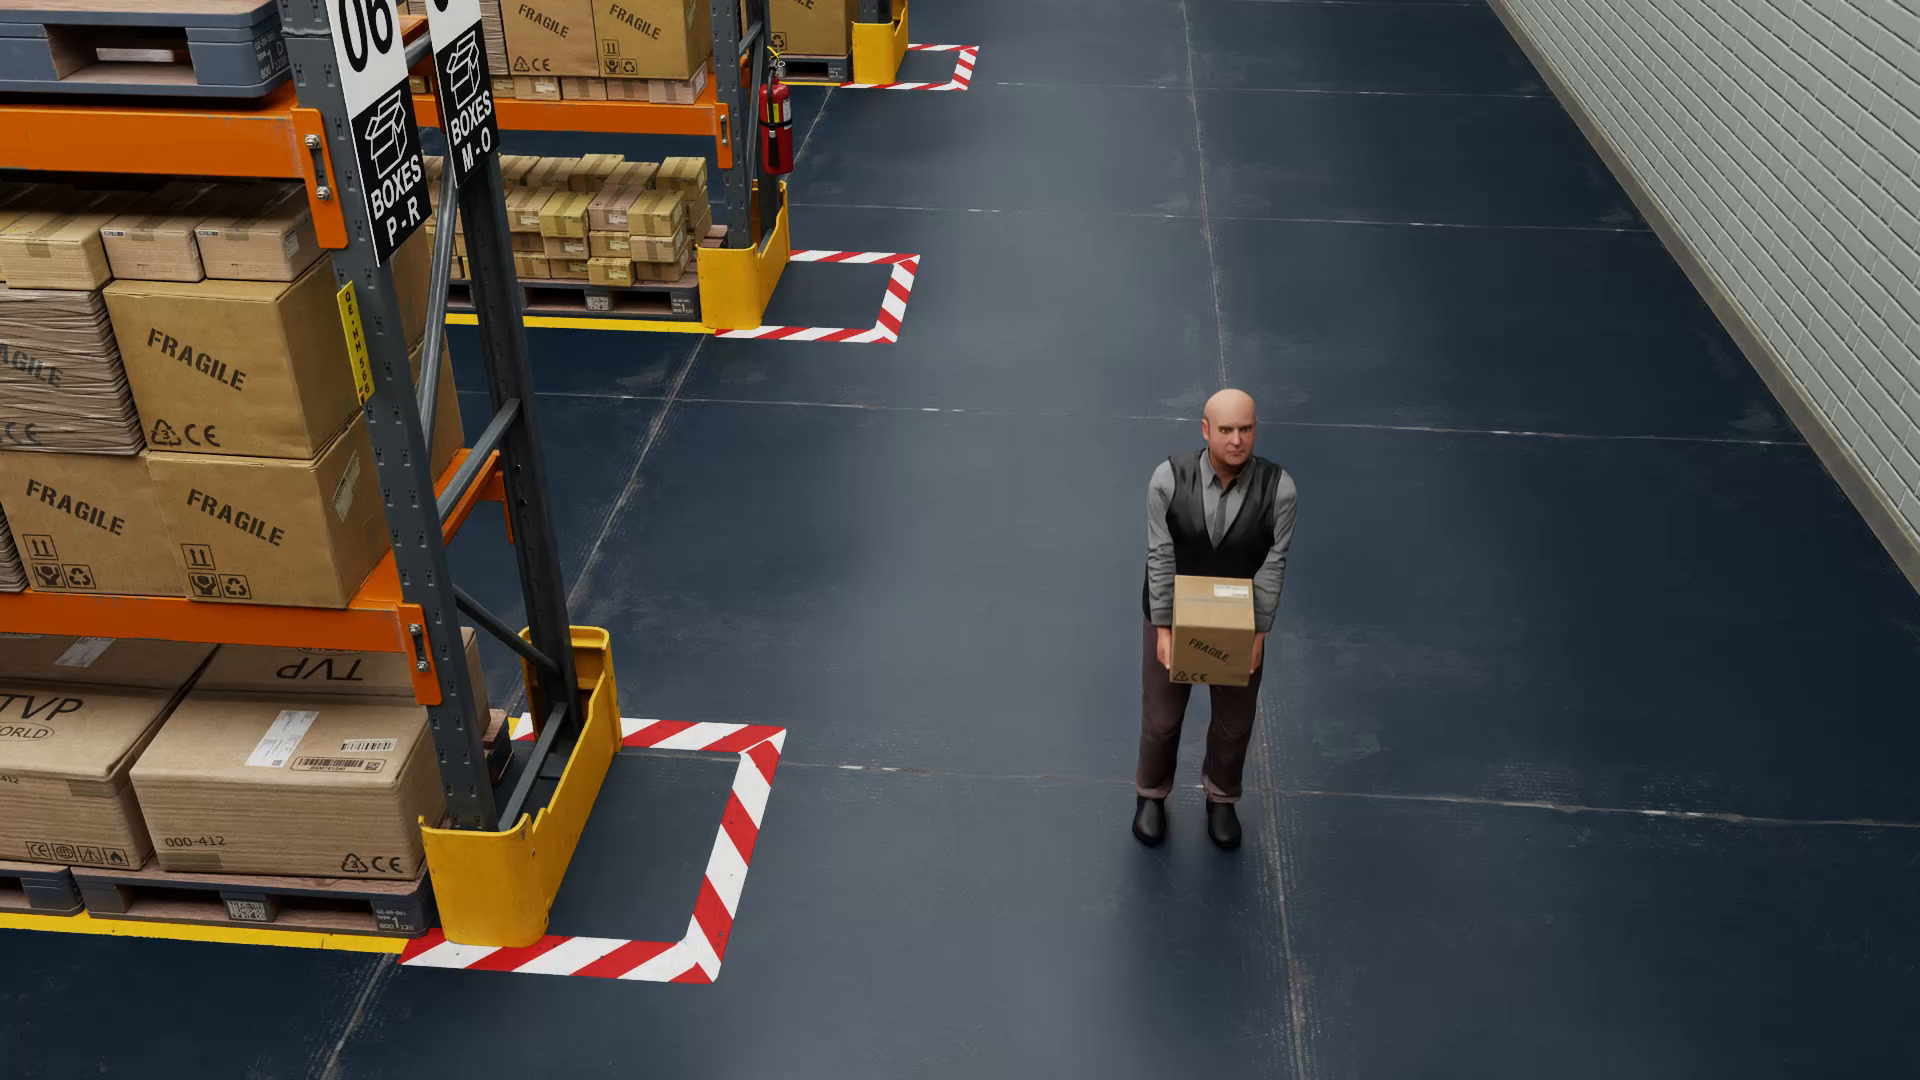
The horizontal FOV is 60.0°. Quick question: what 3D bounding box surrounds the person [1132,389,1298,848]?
[{"bbox_3d":[0.851,0.337,5.626,0.494,1.708,0.551,3,32,5],"label":"person"}]
